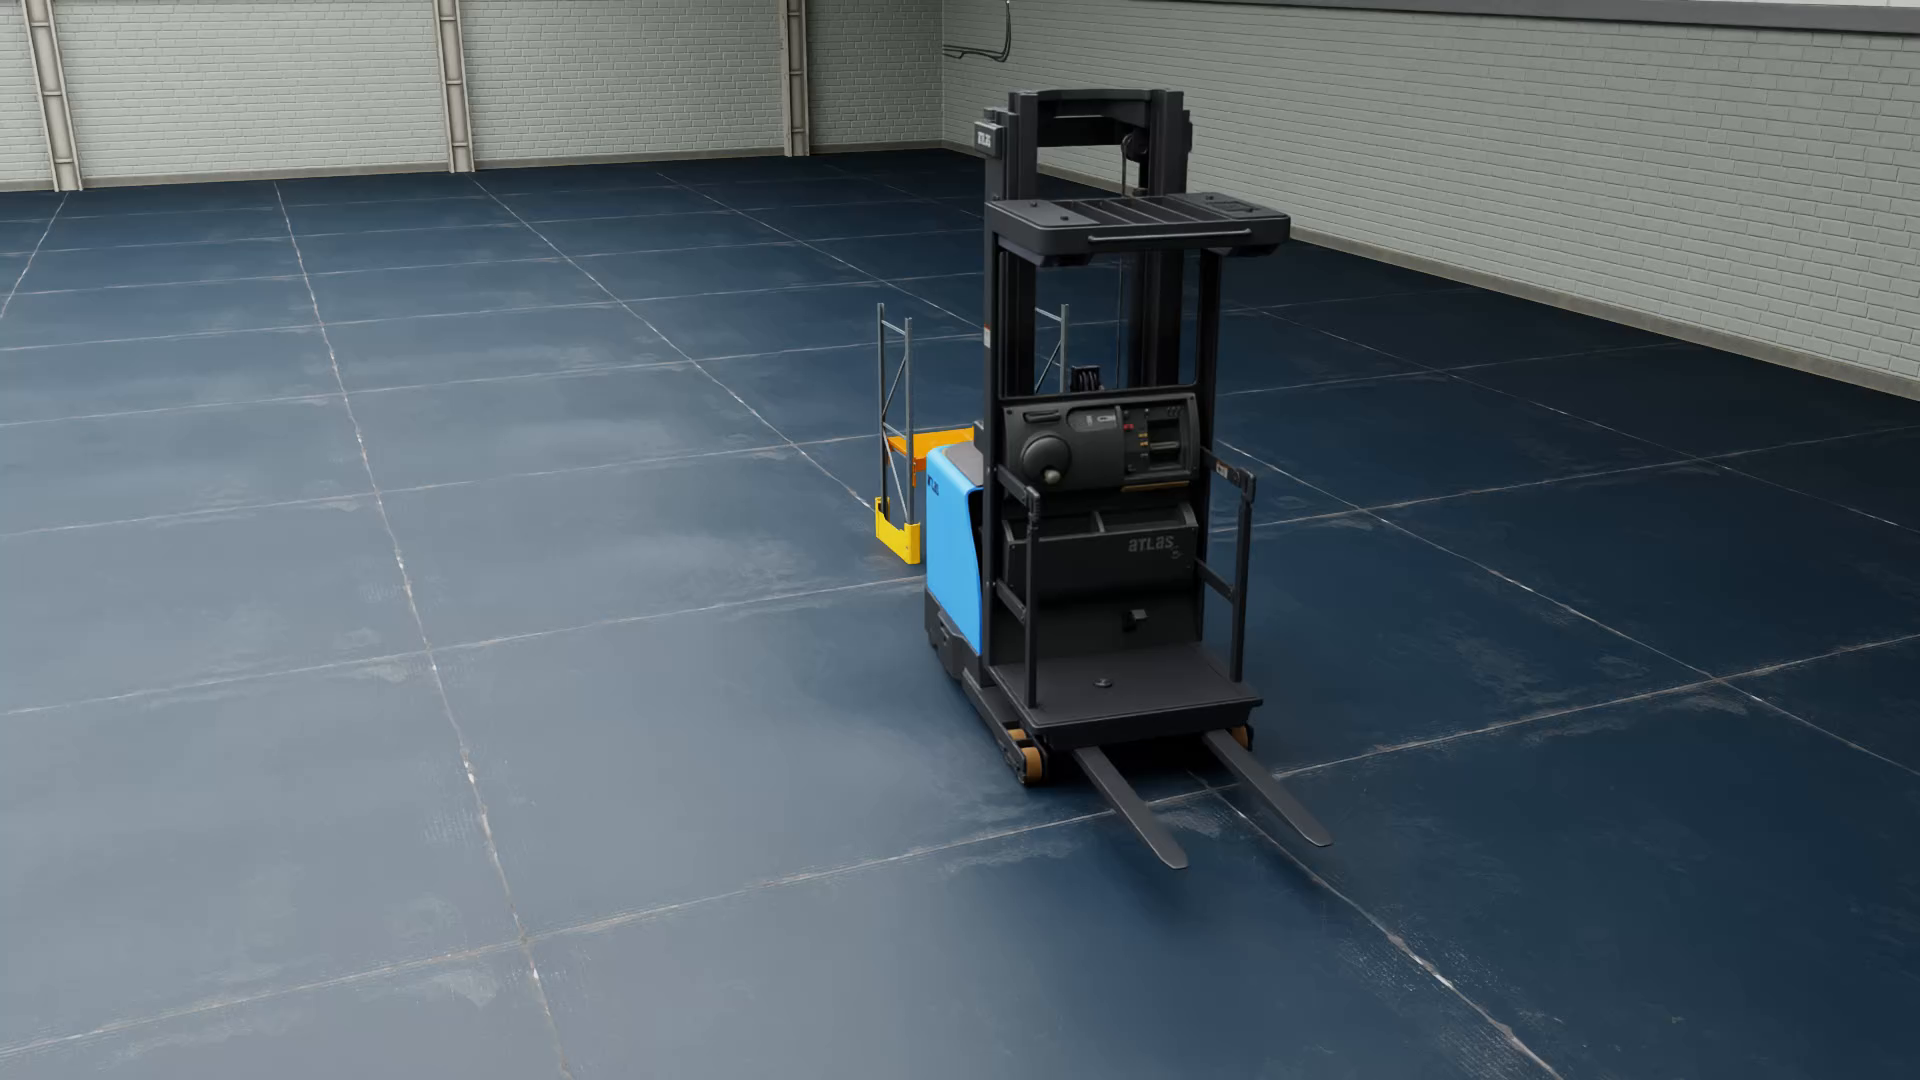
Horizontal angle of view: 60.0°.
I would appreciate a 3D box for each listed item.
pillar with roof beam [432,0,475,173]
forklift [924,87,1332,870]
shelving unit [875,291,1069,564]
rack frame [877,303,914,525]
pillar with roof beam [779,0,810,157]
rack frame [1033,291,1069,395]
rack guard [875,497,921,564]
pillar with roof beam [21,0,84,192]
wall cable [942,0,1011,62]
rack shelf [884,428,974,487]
[{"bbox_3d":[-6.813,-9.240,23.215,0.400,9.000,9.100,-8,21,-22],"label":"pillar with roof beam"},{"bbox_3d":[0.710,-0.438,7.353,1.130,2.935,3.031,-6,20,-15],"label":"forklift"},{"bbox_3d":[0.070,-0.717,10.301,1.083,1.500,0.587,-8,21,-22],"label":"shelving unit"},{"bbox_3d":[-0.388,-0.652,10.115,0.032,1.500,0.500,-8,21,-22],"label":"rack frame"},{"bbox_3d":[-1.304,-10.029,25.456,0.400,9.000,9.100,-8,21,-22],"label":"pillar with roof beam"},{"bbox_3d":[0.545,-0.786,10.495,0.032,1.500,0.500,-8,21,-22],"label":"rack frame"},{"bbox_3d":[-0.387,-0.062,10.323,0.087,0.250,0.587,-8,21,-22],"label":"rack guard"},{"bbox_3d":[-12.322,-8.451,20.973,0.400,9.000,9.100,-8,21,-22],"label":"pillar with roof beam"},{"bbox_3d":[0.220,-9.862,29.656,0.112,2.526,3.097,-8,21,-22],"label":"wall cable"},{"bbox_3d":[0.078,-0.549,10.365,1.000,0.185,0.538,-8,21,-22],"label":"rack shelf"}]
